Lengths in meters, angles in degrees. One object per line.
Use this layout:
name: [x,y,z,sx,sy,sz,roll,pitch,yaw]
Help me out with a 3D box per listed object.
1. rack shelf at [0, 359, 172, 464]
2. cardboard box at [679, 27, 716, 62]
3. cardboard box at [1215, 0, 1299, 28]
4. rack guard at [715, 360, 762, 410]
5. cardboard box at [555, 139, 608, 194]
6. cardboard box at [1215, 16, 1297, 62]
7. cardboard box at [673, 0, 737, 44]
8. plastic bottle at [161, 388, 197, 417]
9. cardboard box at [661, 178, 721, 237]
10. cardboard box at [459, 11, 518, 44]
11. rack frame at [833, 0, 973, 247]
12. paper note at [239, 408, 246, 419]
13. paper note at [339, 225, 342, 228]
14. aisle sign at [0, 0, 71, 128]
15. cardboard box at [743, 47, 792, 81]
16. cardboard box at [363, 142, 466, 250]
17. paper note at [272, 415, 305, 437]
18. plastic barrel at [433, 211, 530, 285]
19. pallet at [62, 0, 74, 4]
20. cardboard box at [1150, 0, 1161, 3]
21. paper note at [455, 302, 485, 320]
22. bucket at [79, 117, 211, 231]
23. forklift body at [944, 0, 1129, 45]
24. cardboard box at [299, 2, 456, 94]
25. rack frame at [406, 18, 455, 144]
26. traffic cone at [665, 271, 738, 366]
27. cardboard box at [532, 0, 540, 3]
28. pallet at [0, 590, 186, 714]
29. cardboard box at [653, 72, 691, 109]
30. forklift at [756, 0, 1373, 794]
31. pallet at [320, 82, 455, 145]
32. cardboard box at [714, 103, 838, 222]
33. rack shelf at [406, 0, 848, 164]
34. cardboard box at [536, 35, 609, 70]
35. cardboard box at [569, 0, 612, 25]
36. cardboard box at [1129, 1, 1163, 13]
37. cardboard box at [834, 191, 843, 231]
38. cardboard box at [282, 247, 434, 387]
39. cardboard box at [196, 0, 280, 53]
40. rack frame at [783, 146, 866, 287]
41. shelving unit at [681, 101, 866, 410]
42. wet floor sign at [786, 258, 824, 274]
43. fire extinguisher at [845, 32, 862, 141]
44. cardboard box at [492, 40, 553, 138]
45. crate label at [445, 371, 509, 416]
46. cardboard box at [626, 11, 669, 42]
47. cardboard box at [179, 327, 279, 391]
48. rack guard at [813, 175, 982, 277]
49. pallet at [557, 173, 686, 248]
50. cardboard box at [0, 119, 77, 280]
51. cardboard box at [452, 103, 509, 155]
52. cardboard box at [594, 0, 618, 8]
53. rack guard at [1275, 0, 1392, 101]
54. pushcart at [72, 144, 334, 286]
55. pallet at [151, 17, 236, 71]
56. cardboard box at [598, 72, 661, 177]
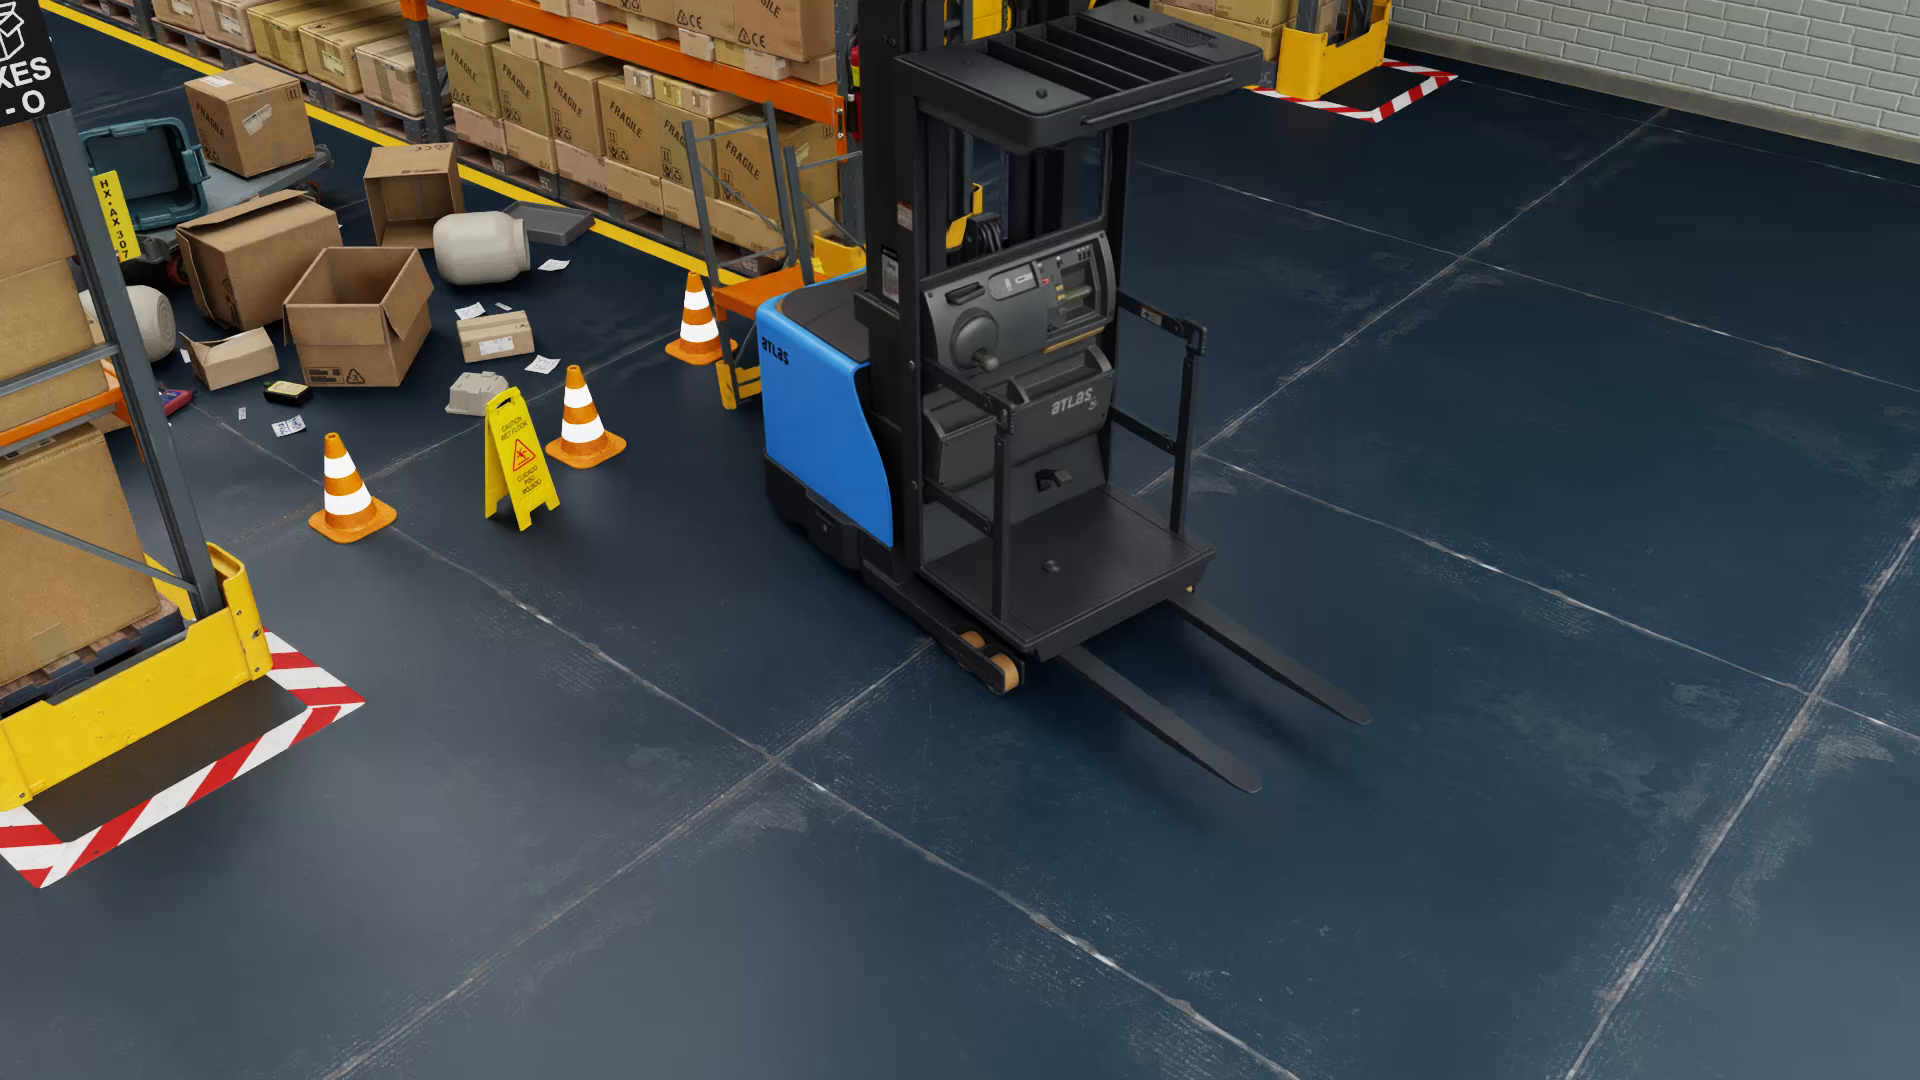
rack shelf: [-4.917,-0.951,7.121,4.000,0.370,1.077,25,42,32]
cardboard box: [-1.381,-2.878,9.513,0.250,0.149,0.380,26,42,33]
cardboard box: [2.309,-4.161,12.775,0.500,0.250,0.500,25,41,31]
rack guard: [-1.009,-0.899,8.849,0.587,0.250,0.087,-22,30,-29]
cardboard box: [-2.257,-2.491,10.786,0.500,0.250,0.500,25,41,31]
cardboard box: [2.319,-3.947,12.905,0.500,0.250,0.500,26,42,32]
cardboard box: [-1.266,-3.138,9.318,0.500,0.500,0.500,25,42,32]
plastic bottle: [-4.160,-0.728,8.756,0.133,0.061,0.283,12,36,16]
cardboard box: [-1.477,-2.120,10.245,0.500,0.250,0.500,25,42,32]
cardboard box: [-3.026,-3.376,10.839,0.250,0.149,0.380,26,42,32]
rack frame: [-0.290,-2.714,9.052,0.127,3.000,1.000,25,42,32]
paper note: [-3.758,-0.663,8.706,0.032,0.001,0.123,-12,36,-17]
paper note: [-4.049,-2.004,10.642,0.142,0.019,0.148,25,42,32]
aisle sign: [-3.133,-1.700,5.279,0.004,0.787,0.394,25,42,32]
cardboard box: [-0.980,-2.696,9.248,0.250,0.149,0.380,25,42,31]
cardboard box: [-3.412,-2.153,10.441,0.500,0.500,0.500,-6,35,-8]
paper note: [-3.467,-0.590,8.584,0.144,0.017,0.142,-18,38,-25]
plastic barrel: [-2.846,-1.741,9.911,0.512,0.421,0.421,-6,35,-8]
pallet: [-7.930,-5.222,15.168,1.213,0.211,1.003,25,42,32]
cardboard box: [1.520,-4.525,13.305,0.500,0.250,0.500,24,41,31]
paper note: [-2.847,-1.334,9.676,0.148,0.019,0.142,-18,38,-25]
bucket: [-4.874,-2.203,9.857,0.726,0.611,0.620,-18,28,-25]
forklift body: [0.258,-4.418,12.283,1.214,2.155,2.313,25,42,32]
cardboard box: [-4.324,-3.700,12.439,0.625,0.372,0.950,28,43,34]
rack frame: [-3.364,-4.162,11.161,0.127,3.000,1.000,25,42,32]
traffic cone: [-1.446,-1.262,9.179,0.334,0.463,0.336,25,42,32]
cardboard box: [-2.484,-3.466,10.369,0.250,0.149,0.380,25,42,32]
pallet: [-4.044,0.371,7.024,1.213,0.211,1.003,25,42,32]
cardboard box: [-1.589,-2.703,9.858,0.250,0.149,0.380,26,42,33]
forklift: [0.382,-0.896,6.465,1.130,2.935,3.031,-24,41,-31]
pallet: [-3.964,-3.294,12.361,1.213,0.211,1.003,25,42,32]
cardboard box: [-1.073,-2.239,9.756,0.500,0.500,0.500,26,42,32]
rack shelf: [-1.827,-3.141,10.310,4.000,0.370,1.077,25,42,32]
cardboard box: [-2.421,-3.094,10.429,0.250,0.149,0.380,28,43,34]
cardboard box: [-2.139,-3.259,10.067,0.250,0.149,0.380,25,42,32]
cardboard box: [1.565,-4.316,13.443,0.500,0.250,0.500,26,42,32]
cardboard box: [-0.733,-2.166,10.312,0.500,0.250,0.500,25,42,31]
cardboard box: [-3.260,-1.219,9.081,0.637,0.503,0.797,0,34,0]
cardboard box: [-5.438,-4.228,13.208,0.625,0.372,0.950,24,41,31]
rack frame: [-0.495,-1.146,7.802,0.500,1.500,0.032,-22,30,-29]
shelving unit: [-0.790,-1.304,8.196,0.587,1.500,1.083,-22,30,-29]
wet floor sign: [-0.829,-1.209,8.940,0.267,0.644,0.232,-18,38,-25]
fire extinguisher: [-0.497,-2.440,8.721,0.183,0.674,0.296,25,42,32]
cardboard box: [-2.665,-2.991,10.852,0.500,0.500,0.500,27,43,34]
crate label: [-2.539,-0.780,8.765,0.298,0.136,0.250,6,35,8]
cardboard box: [-1.742,-3.085,9.815,0.250,0.149,0.380,25,42,31]
cardboard box: [-3.954,-1.024,9.006,0.396,0.266,0.258,-26,42,-32]
rack guard: [-0.349,-1.711,9.799,0.348,0.500,1.175,25,42,32]
pallet: [-1.884,-2.343,10.976,1.213,0.211,1.003,25,42,32]
cardboard box: [-3.640,-1.182,5.735,0.550,0.550,0.875,25,42,32]
cardboard box: [-3.084,-2.871,11.339,0.500,0.250,0.500,23,41,30]
cardboard box: [-2.025,-3.512,9.863,0.500,0.500,0.500,26,42,32]
rack guard: [2.901,-3.835,12.893,0.348,0.500,1.175,25,42,32]
pushcart: [-4.785,-2.071,10.433,0.936,0.377,1.648,12,36,16]
pallet: [-5.839,-4.178,13.647,1.213,0.211,1.003,25,42,32]
cardboard box: [-1.860,-2.613,10.300,0.500,0.500,0.500,24,41,31]
